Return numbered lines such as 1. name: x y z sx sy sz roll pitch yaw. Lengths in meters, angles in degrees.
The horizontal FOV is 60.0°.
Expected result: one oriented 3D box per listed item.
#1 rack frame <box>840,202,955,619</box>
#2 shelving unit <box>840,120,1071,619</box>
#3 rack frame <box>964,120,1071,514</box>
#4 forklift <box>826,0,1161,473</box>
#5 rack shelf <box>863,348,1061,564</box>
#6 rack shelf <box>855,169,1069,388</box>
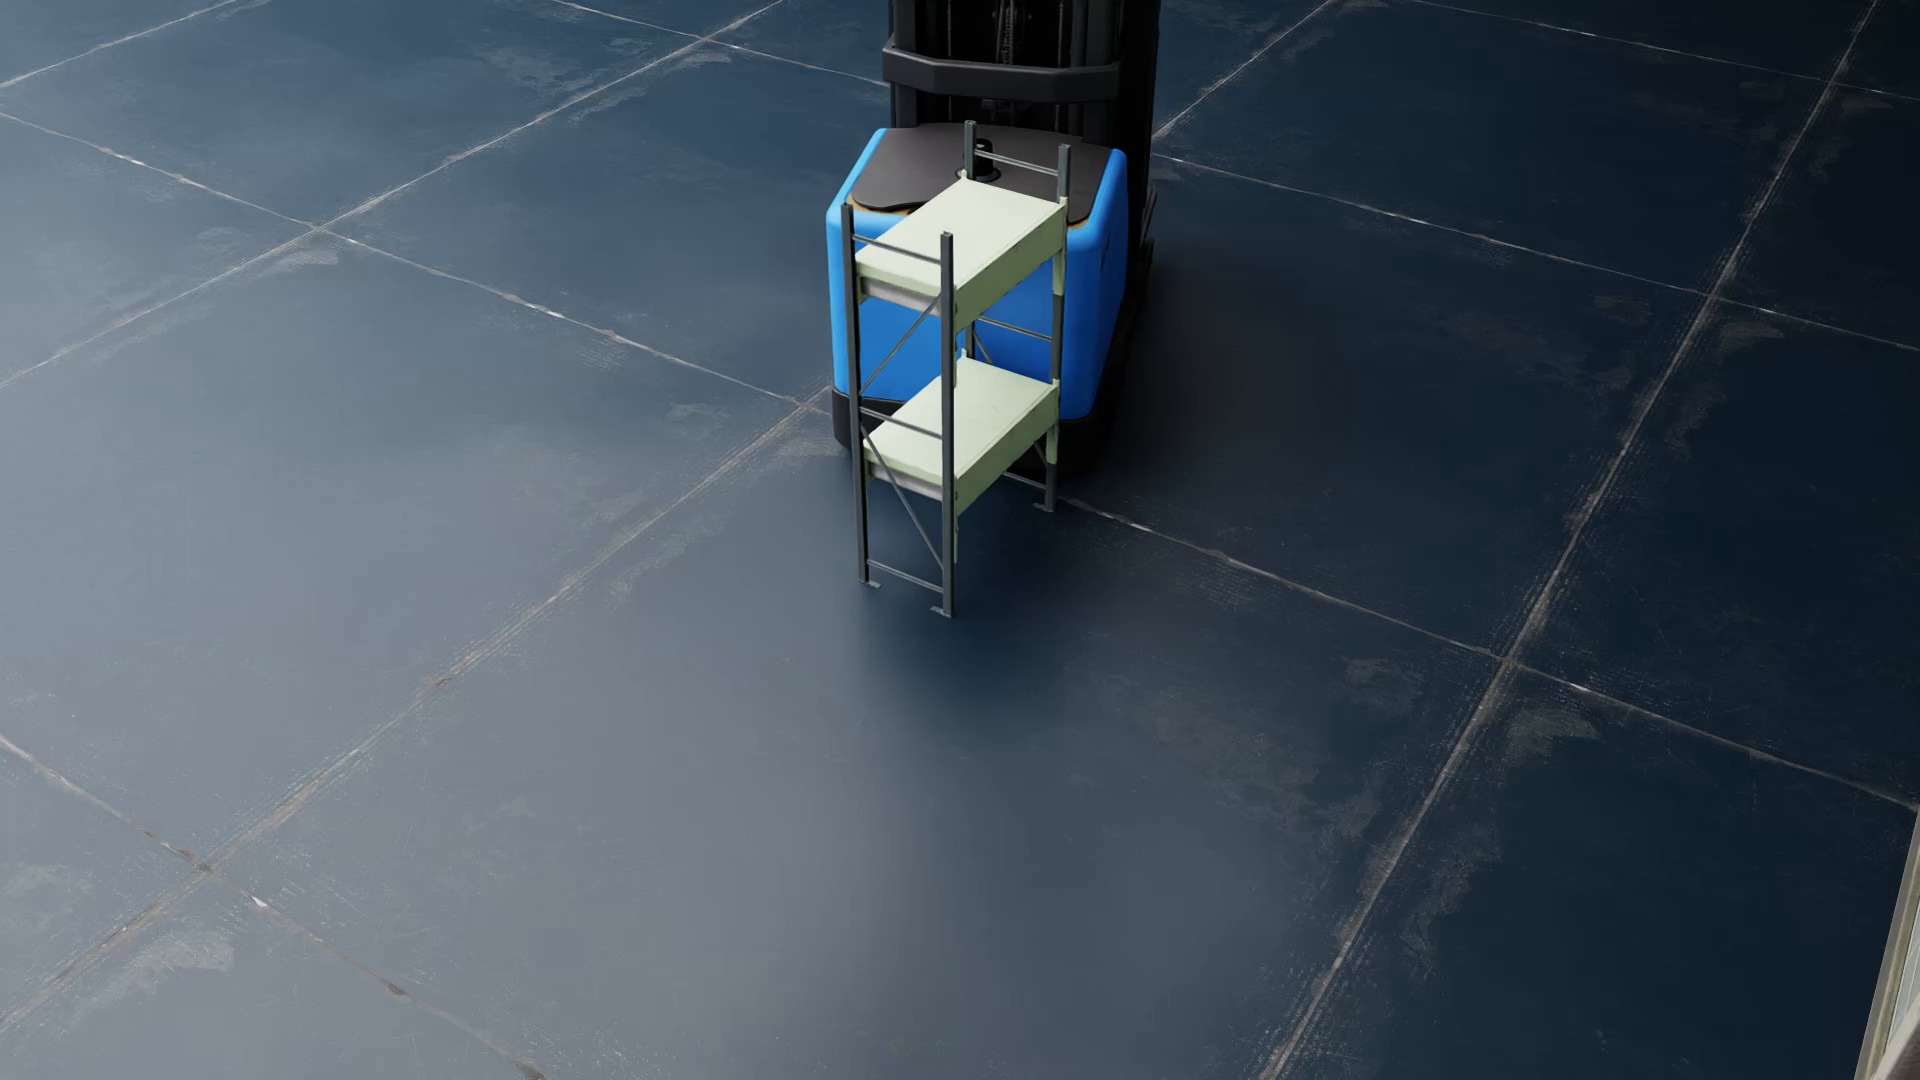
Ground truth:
1. rack frame: -0.195 -0.383 5.519 0.400 1.500 0.023 21 42 25
2. shelving unit: -0.002 -0.573 5.765 0.431 1.500 0.755 21 42 25
3. rack frame: 0.191 -0.763 6.012 0.400 1.500 0.023 21 42 25
4. forklift: 0.300 -2.321 6.860 1.130 2.935 3.031 7 38 9
5. rack shelf: -0.002 -0.315 5.964 0.431 0.370 0.720 21 42 25
6. rack shelf: -0.002 -0.882 5.527 0.431 0.370 0.720 21 42 25
